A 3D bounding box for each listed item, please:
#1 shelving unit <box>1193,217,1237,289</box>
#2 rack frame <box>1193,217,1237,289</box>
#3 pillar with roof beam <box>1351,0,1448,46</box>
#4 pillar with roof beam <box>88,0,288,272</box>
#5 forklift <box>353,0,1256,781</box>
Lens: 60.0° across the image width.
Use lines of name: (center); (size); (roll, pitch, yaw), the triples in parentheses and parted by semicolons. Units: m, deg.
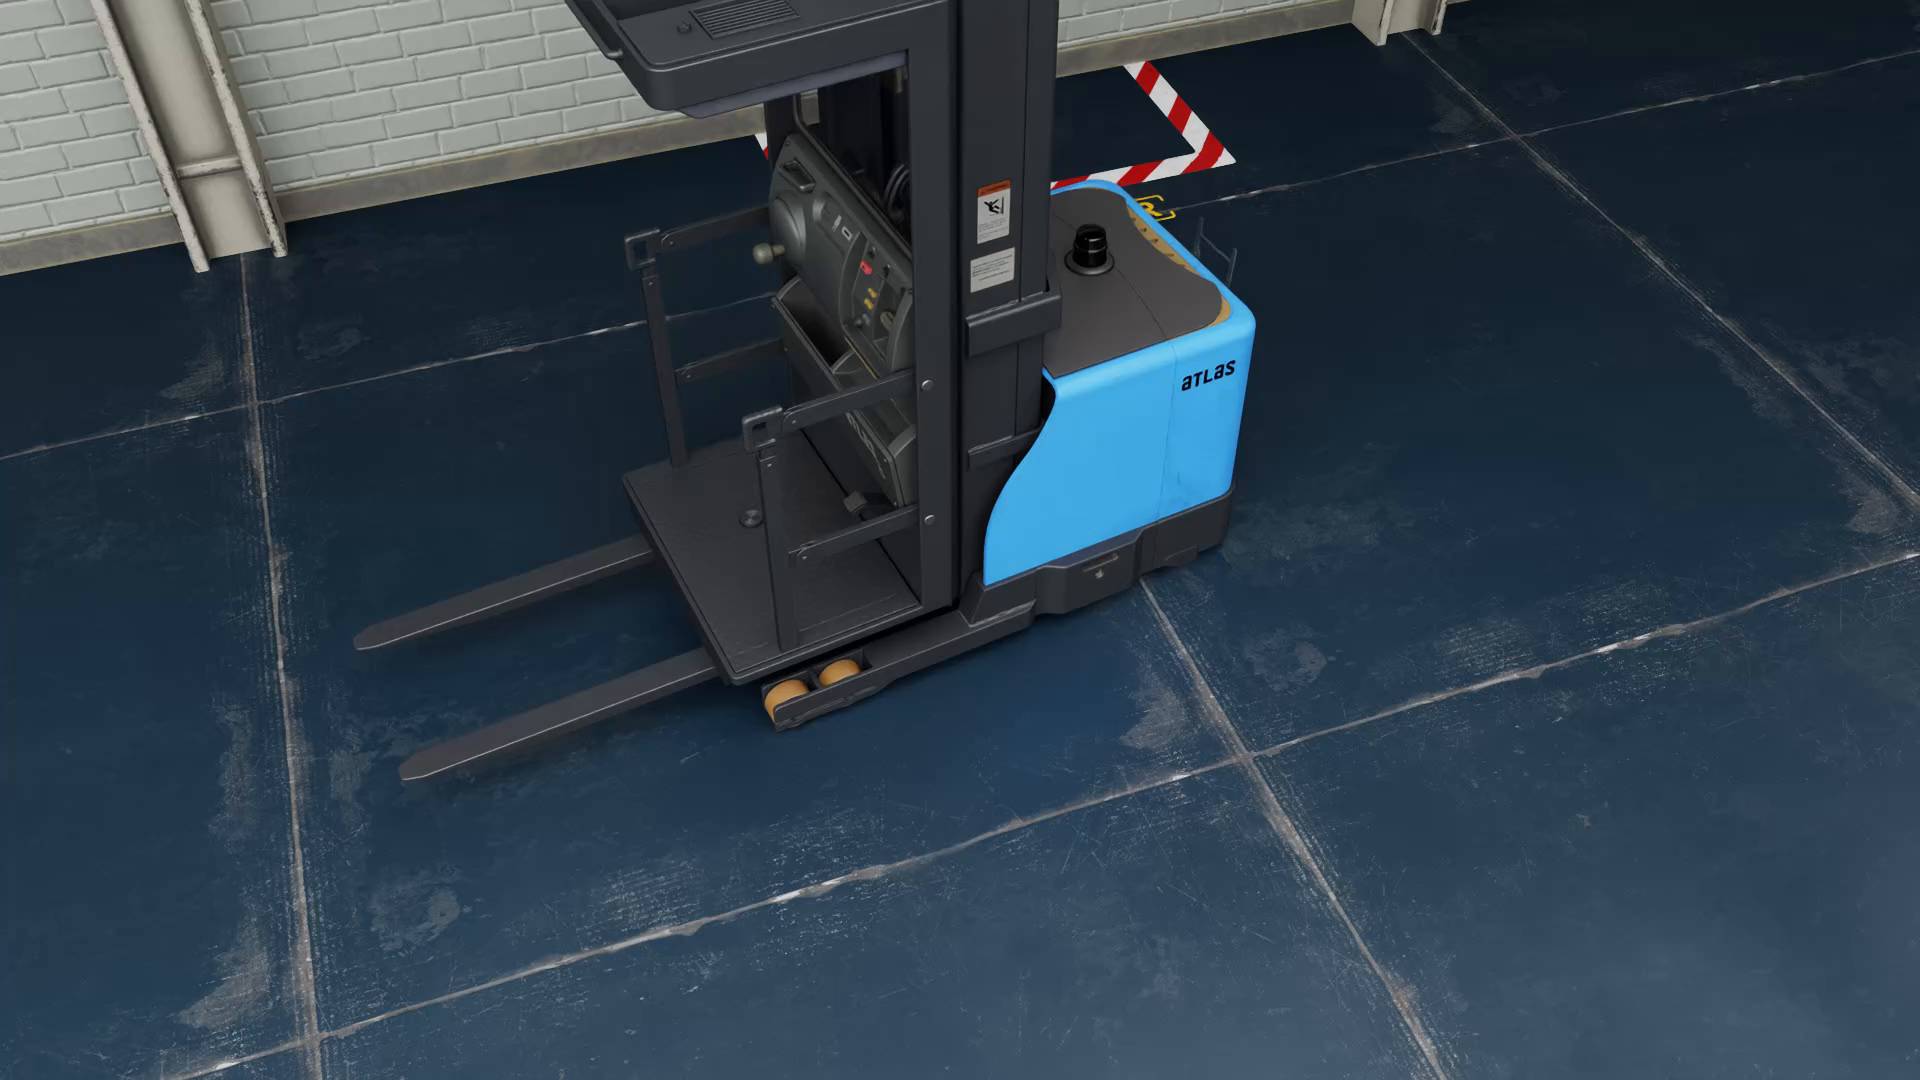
shelving unit: (0.832, -0.772, 6.375); (0.210, 0.900, 0.258); (-17, 48, -22)
rack frame: (0.922, -0.800, 6.412); (0.006, 0.900, 0.240); (-17, 48, -22)
pillar with roof beam: (3.821, -3.098, 2.984); (0.400, 9.000, 9.100); (-14, 47, -14)
pillar with roof beam: (-1.822, -1.655, 1.546); (0.400, 9.000, 9.100); (-14, 47, -14)
forklift: (-0.552, -0.831, 5.009); (3.031, 2.935, 1.130); (-20, 49, -19)
